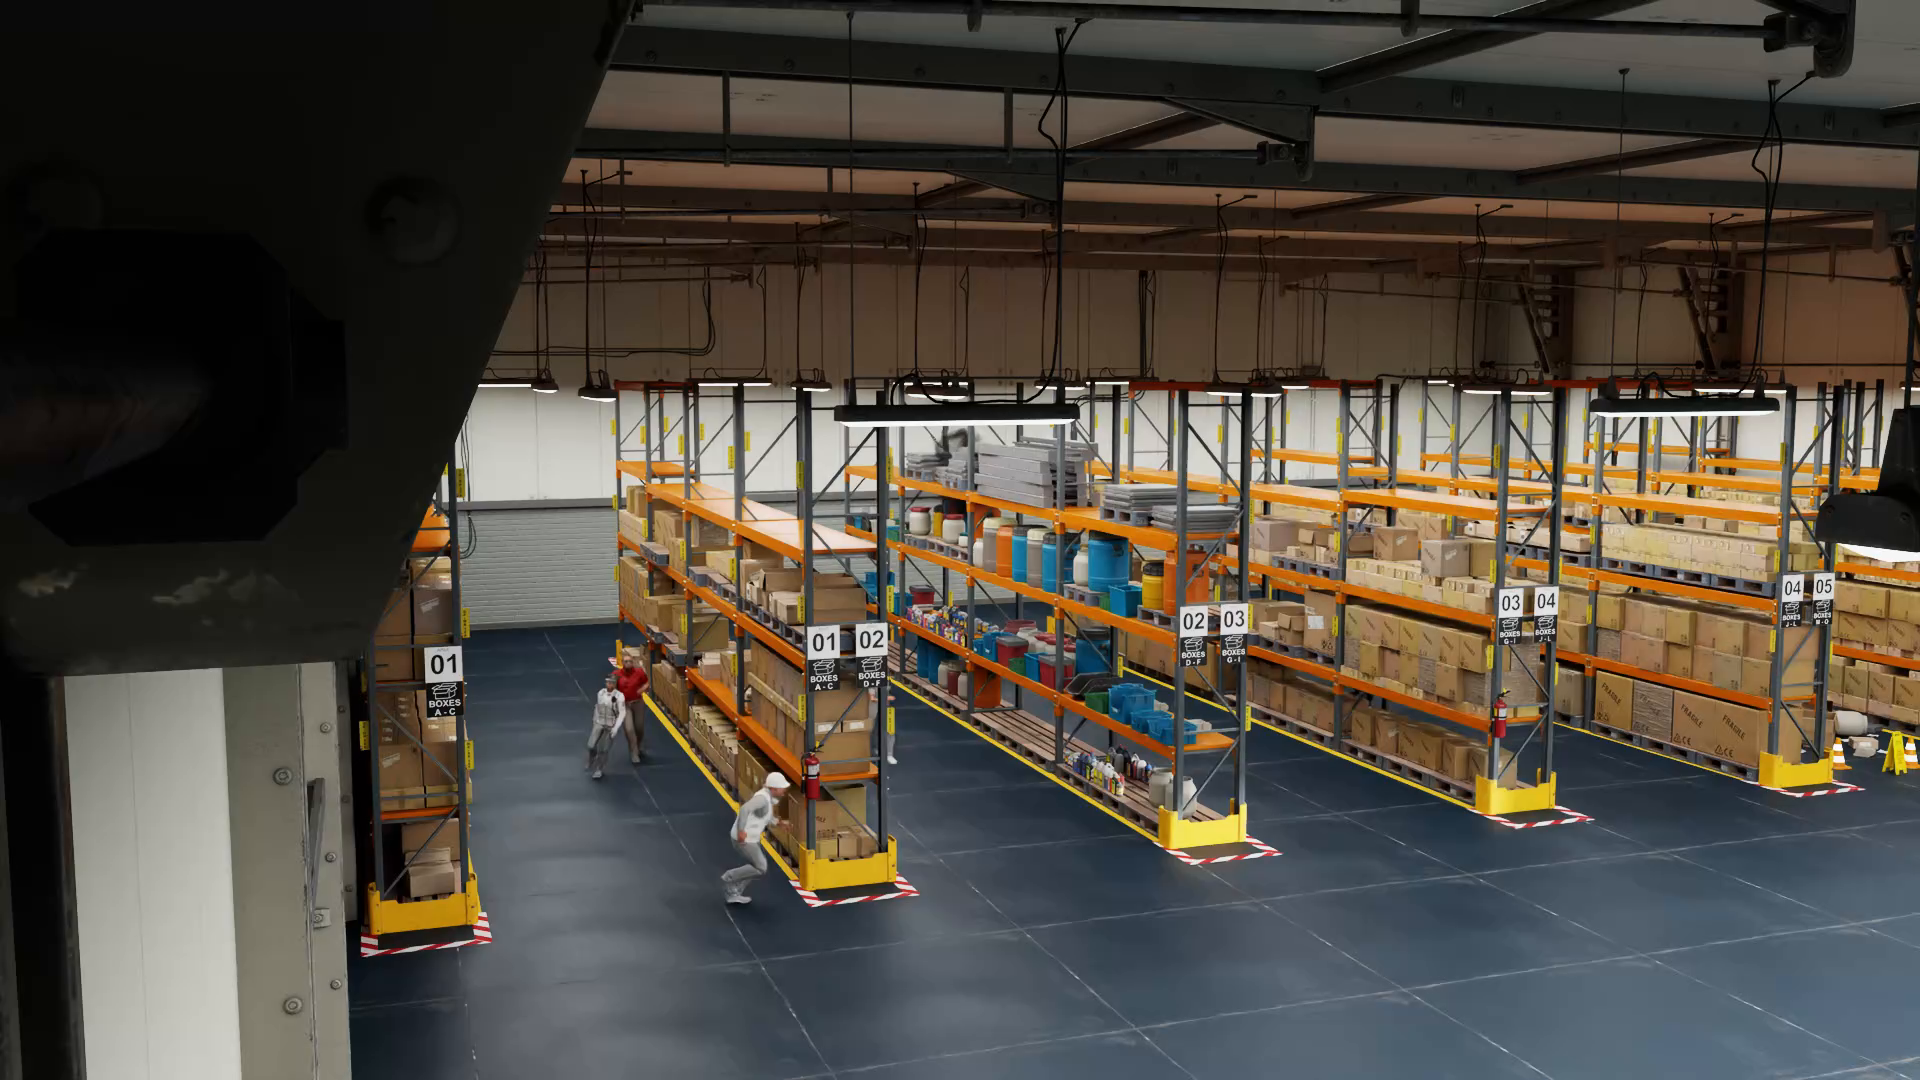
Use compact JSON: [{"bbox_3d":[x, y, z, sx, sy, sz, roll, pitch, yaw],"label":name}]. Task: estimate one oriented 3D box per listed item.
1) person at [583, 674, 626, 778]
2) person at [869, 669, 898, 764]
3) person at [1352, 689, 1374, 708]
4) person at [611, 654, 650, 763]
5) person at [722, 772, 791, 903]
[{"bbox_3d":[-5.441,2.835,25.371,0.710,1.629,0.486,0,6,0],"label":"person"},{"bbox_3d":[-1.310,2.777,26.472,0.562,1.551,0.947,-5,8,-41],"label":"person"},{"bbox_3d":[7.416,2.356,30.271,0.653,1.559,0.510,-1,6,-8],"label":"person"},{"bbox_3d":[-5.293,2.658,26.624,0.660,1.705,0.875,-2,7,-22],"label":"person"},{"bbox_3d":[-2.384,3.497,19.411,0.819,1.592,0.686,1,6,6],"label":"person"}]
